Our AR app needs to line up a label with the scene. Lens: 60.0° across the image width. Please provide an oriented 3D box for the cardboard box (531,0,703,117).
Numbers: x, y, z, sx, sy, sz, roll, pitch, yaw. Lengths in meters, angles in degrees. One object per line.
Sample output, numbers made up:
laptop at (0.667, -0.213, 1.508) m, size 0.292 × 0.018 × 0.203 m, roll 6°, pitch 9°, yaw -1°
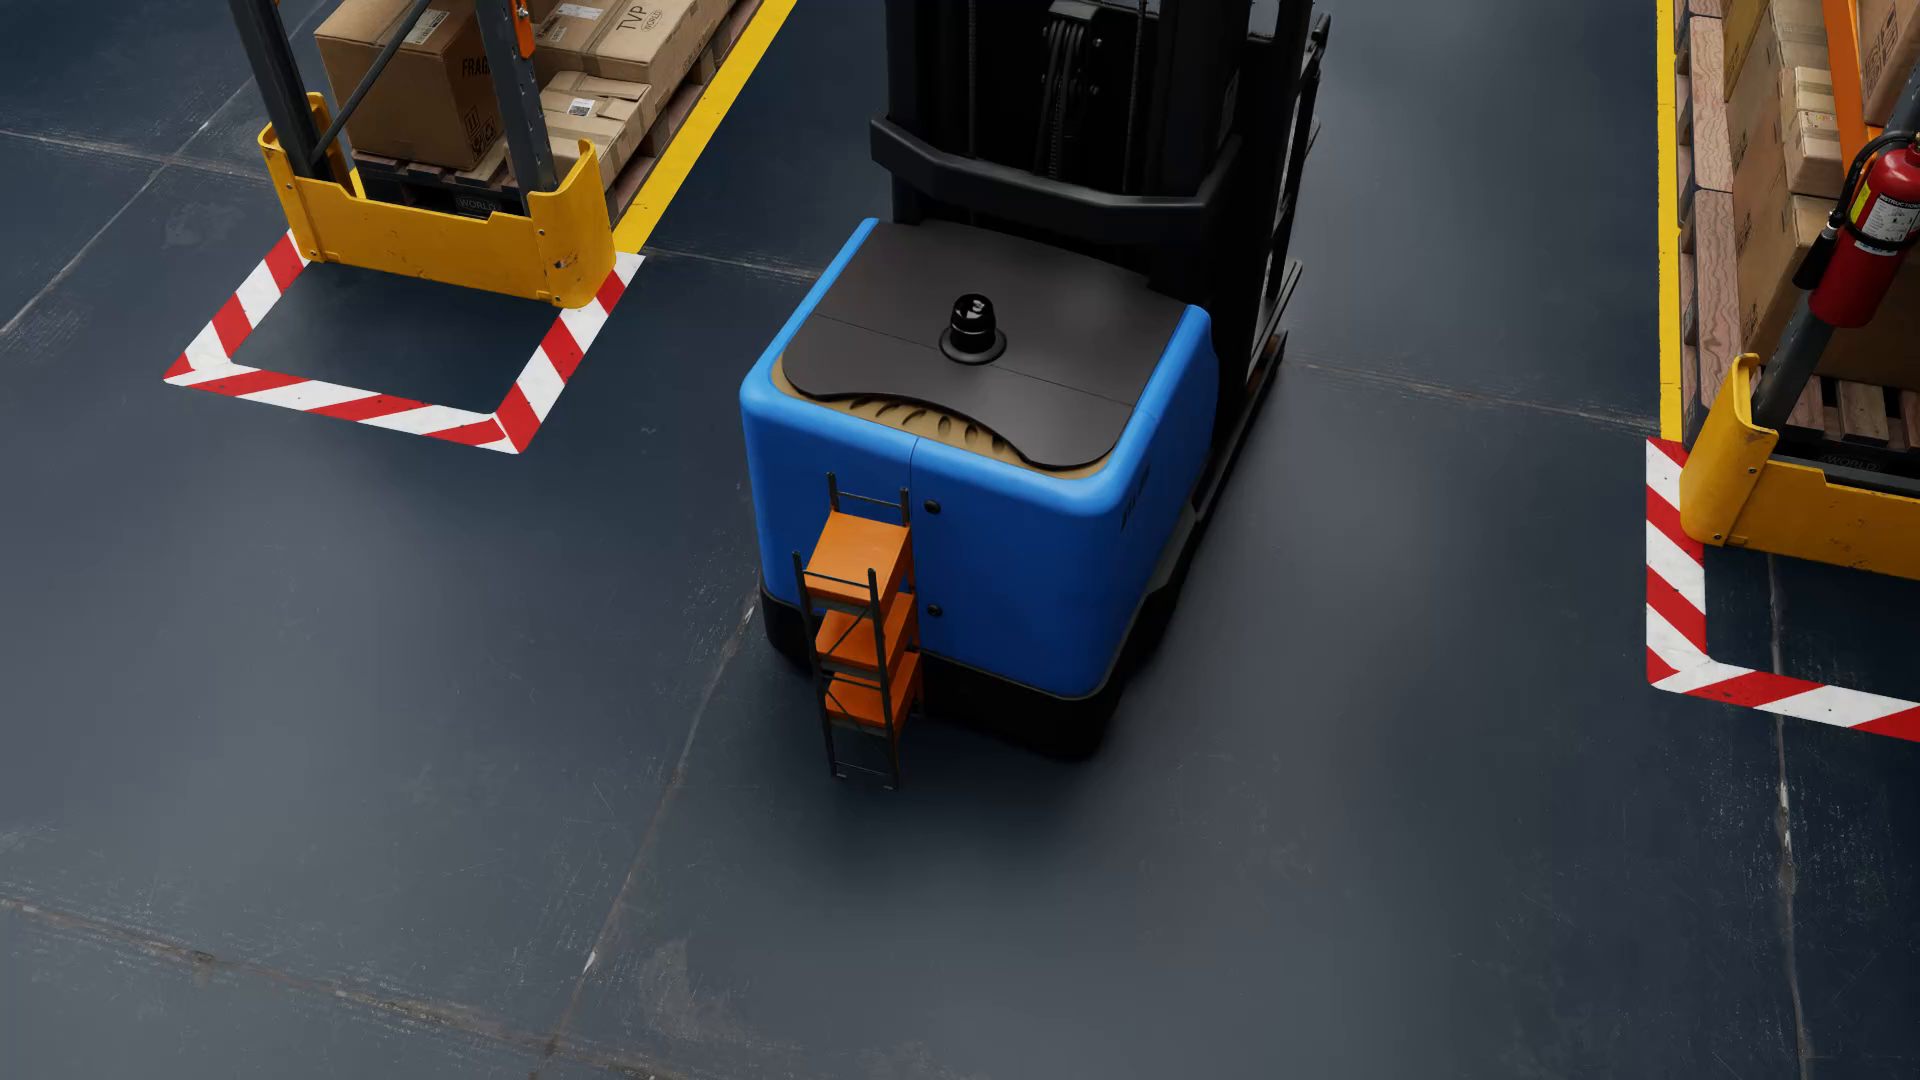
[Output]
cardboard box at (-1.338, -1.932, 6.495) m, size 0.500 × 0.250 × 0.500 m, roll 12°, pitch 50°, yaw 10°

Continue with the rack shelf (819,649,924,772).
rack shelf at (-0.236, 0.442, 4.531) m, size 0.215 × 0.259 × 0.240 m, roll 13°, pitch 55°, yaw 11°

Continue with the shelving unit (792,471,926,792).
shelving unit at (-0.243, 0.269, 4.300) m, size 0.215 × 1.050 × 0.252 m, roll 13°, pitch 55°, yaw 11°

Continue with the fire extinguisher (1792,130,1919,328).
fire extinguisher at (2.409, -0.855, 4.304) m, size 0.296 × 0.674 × 0.183 m, roll 12°, pitch 50°, yaw 10°

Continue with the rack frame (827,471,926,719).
rack frame at (-0.208, 0.175, 4.370) m, size 0.200 × 1.050 × 0.008 m, roll 13°, pitch 55°, yaw 11°

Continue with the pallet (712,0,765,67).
pallet at (-1.335, -2.586, 7.392) m, size 1.003 × 0.211 × 1.213 m, roll 12°, pitch 50°, yaw 10°

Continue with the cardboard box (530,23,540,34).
cardboard box at (-1.788, -1.922, 6.542) m, size 0.380 × 0.166 × 0.250 m, roll 12°, pitch 50°, yaw 10°

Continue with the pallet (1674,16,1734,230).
pallet at (3.351, -1.573, 6.498) m, size 1.003 × 0.211 × 1.213 m, roll 12°, pitch 50°, yaw 10°

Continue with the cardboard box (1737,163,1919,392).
cardboard box at (2.981, -0.860, 5.396) m, size 0.700 × 0.500 × 0.500 m, roll 12°, pitch 50°, yaw 10°

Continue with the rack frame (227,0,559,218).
rack frame at (-1.887, -1.997, 5.012) m, size 1.000 × 3.000 × 0.127 m, roll 12°, pitch 50°, yaw 10°

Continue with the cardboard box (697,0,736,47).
cardboard box at (-1.207, -2.293, 6.814) m, size 0.500 × 0.250 × 0.500 m, roll 12°, pitch 50°, yaw 10°

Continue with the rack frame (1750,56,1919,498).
rack frame at (2.893, -1.022, 4.152) m, size 1.000 × 3.000 × 0.127 m, roll 12°, pitch 50°, yaw 10°

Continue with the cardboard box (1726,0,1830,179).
cardboard box at (3.245, -1.586, 6.036) m, size 0.700 × 0.500 × 0.500 m, roll 10°, pitch 49°, yaw 9°

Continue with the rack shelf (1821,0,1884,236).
rack shelf at (3.420, -2.231, 5.698) m, size 1.077 × 0.370 × 4.000 m, roll 12°, pitch 50°, yaw 10°

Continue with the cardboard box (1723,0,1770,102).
cardboard box at (3.378, -1.973, 6.378) m, size 0.700 × 0.500 × 0.500 m, roll 13°, pitch 50°, yaw 11°

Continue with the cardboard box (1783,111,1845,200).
cardboard box at (2.839, -1.204, 5.266) m, size 0.380 × 0.149 × 0.250 m, roll 11°, pitch 49°, yaw 10°

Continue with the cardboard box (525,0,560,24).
cardboard box at (-1.702, -2.356, 6.869) m, size 0.500 × 0.250 × 0.500 m, roll 12°, pitch 50°, yaw 10°

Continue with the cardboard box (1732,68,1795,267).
cardboard box at (3.113, -1.222, 5.715) m, size 0.700 × 0.500 × 0.500 m, roll 11°, pitch 50°, yaw 10°

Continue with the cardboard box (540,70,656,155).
cardboard box at (-1.379, -1.621, 6.276) m, size 0.380 × 0.166 × 0.250 m, roll 12°, pitch 50°, yaw 10°

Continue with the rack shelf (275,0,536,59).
rack shelf at (-1.360, -3.206, 6.558) m, size 1.077 × 0.370 × 4.000 m, roll 12°, pitch 50°, yaw 10°

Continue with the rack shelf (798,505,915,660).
rack shelf at (-0.249, 0.105, 4.082) m, size 0.215 × 0.259 × 0.240 m, roll 13°, pitch 55°, yaw 11°

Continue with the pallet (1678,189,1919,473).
pallet at (3.028, -0.693, 5.721) m, size 1.003 × 0.211 × 1.213 m, roll 12°, pitch 50°, yaw 10°

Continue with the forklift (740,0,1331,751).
forklift at (0.474, -1.507, 4.625) m, size 1.130 × 2.935 × 3.031 m, roll 18°, pitch 51°, yaw 15°

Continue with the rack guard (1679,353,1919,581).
rack guard at (2.887, -0.178, 5.073) m, size 1.175 × 0.500 × 0.348 m, roll 12°, pitch 50°, yaw 10°

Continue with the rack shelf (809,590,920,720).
rack shelf at (-0.243, 0.275, 4.309) m, size 0.215 × 0.259 × 0.240 m, roll 13°, pitch 55°, yaw 11°

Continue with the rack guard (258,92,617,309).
rack guard at (-1.867, -1.225, 5.998) m, size 1.175 × 0.500 × 0.348 m, roll 12°, pitch 50°, yaw 10°

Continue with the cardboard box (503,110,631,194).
cardboard box at (-1.445, -1.434, 6.123) m, size 0.380 × 0.149 × 0.250 m, roll 12°, pitch 50°, yaw 10°

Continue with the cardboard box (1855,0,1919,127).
cardboard box at (3.018, -1.492, 4.366) m, size 0.980 × 0.700 × 0.700 m, roll 14°, pitch 50°, yaw 12°

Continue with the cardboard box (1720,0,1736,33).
cardboard box at (3.515, -2.344, 6.705) m, size 0.700 × 0.500 × 0.500 m, roll 11°, pitch 50°, yaw 10°

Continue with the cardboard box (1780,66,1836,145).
cardboard box at (2.906, -1.389, 5.429) m, size 0.380 × 0.149 × 0.250 m, roll 13°, pitch 50°, yaw 11°

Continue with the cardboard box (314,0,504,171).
cardboard box at (-1.981, -1.757, 6.174) m, size 0.500 × 0.500 × 0.500 m, roll 12°, pitch 50°, yaw 10°

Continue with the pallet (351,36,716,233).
pallet at (-1.658, -1.706, 6.615) m, size 1.003 × 0.211 × 1.213 m, roll 12°, pitch 50°, yaw 10°

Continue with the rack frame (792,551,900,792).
rack frame at (-0.278, 0.363, 4.231) m, size 0.200 × 1.050 × 0.008 m, roll 13°, pitch 55°, yaw 11°

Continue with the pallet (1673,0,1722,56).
pallet at (3.671, -2.458, 7.279) m, size 1.003 × 0.211 × 1.213 m, roll 12°, pitch 50°, yaw 10°
